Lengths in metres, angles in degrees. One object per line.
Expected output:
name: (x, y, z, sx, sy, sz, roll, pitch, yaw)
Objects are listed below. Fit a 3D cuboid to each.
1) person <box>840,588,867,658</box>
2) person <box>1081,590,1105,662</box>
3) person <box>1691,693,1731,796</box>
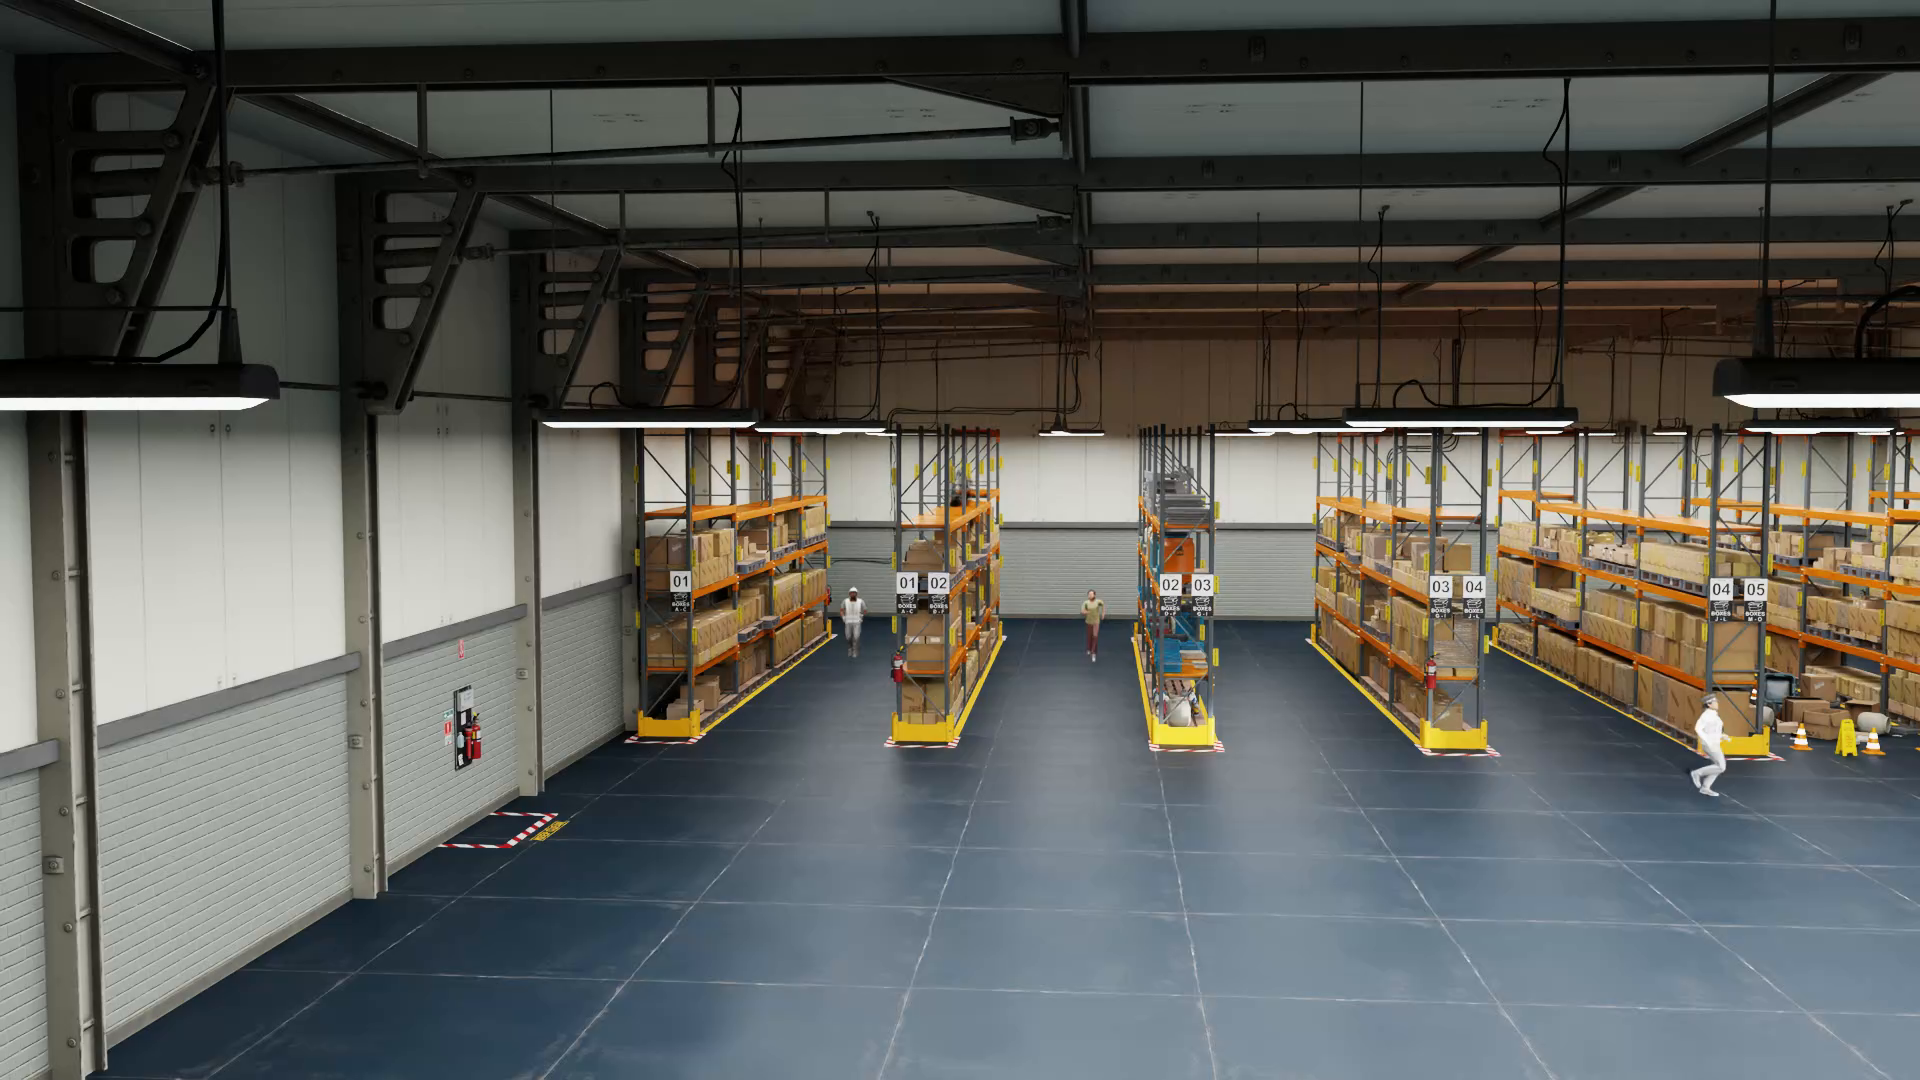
person: (-2.641, 2.060, 41.158, 0.678, 1.758, 0.571, 0, 3, -2)
person: (3.304, 2.107, 41.335, 0.581, 1.763, 0.823, 1, 4, 9)
person: (12.052, 3.278, 26.673, 0.548, 1.657, 0.621, 2, 4, 36)
